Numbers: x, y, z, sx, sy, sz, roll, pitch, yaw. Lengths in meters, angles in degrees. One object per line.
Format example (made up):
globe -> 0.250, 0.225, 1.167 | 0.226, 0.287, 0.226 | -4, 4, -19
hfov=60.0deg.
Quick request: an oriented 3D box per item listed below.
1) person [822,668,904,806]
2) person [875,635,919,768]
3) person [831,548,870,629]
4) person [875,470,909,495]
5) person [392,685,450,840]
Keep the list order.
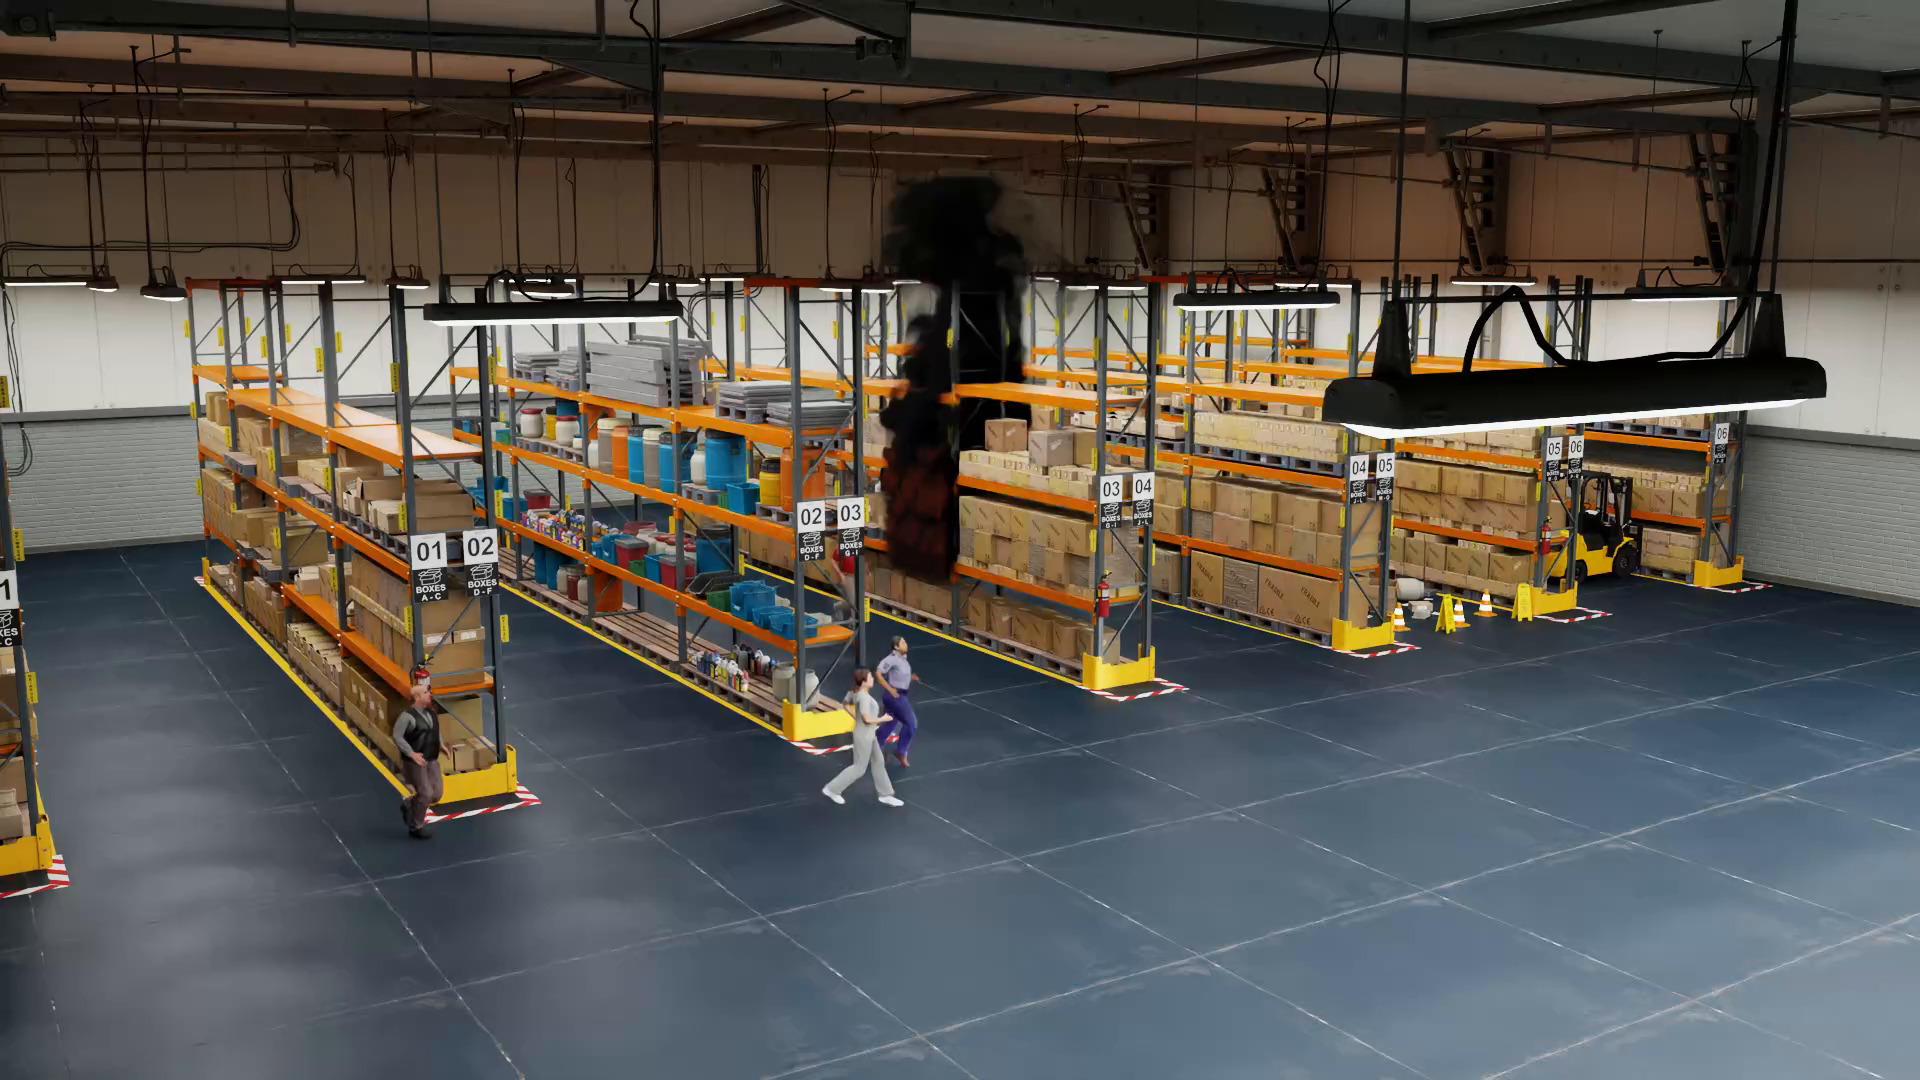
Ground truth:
person -> -1.126, 2.302, 19.240 | 0.956, 1.684, 0.566 | -2, 10, -9
person -> -0.853, 2.042, 21.077 | 0.669, 1.694, 0.622 | 1, 10, 5
person -> -1.772, 0.645, 27.376 | 0.598, 1.680, 0.667 | 9, 13, 44
person -> -1.453, -0.704, 36.775 | 0.688, 1.834, 0.841 | -8, 12, -38
person -> -6.006, 2.446, 18.508 | 0.536, 1.674, 0.717 | 4, 10, 20
